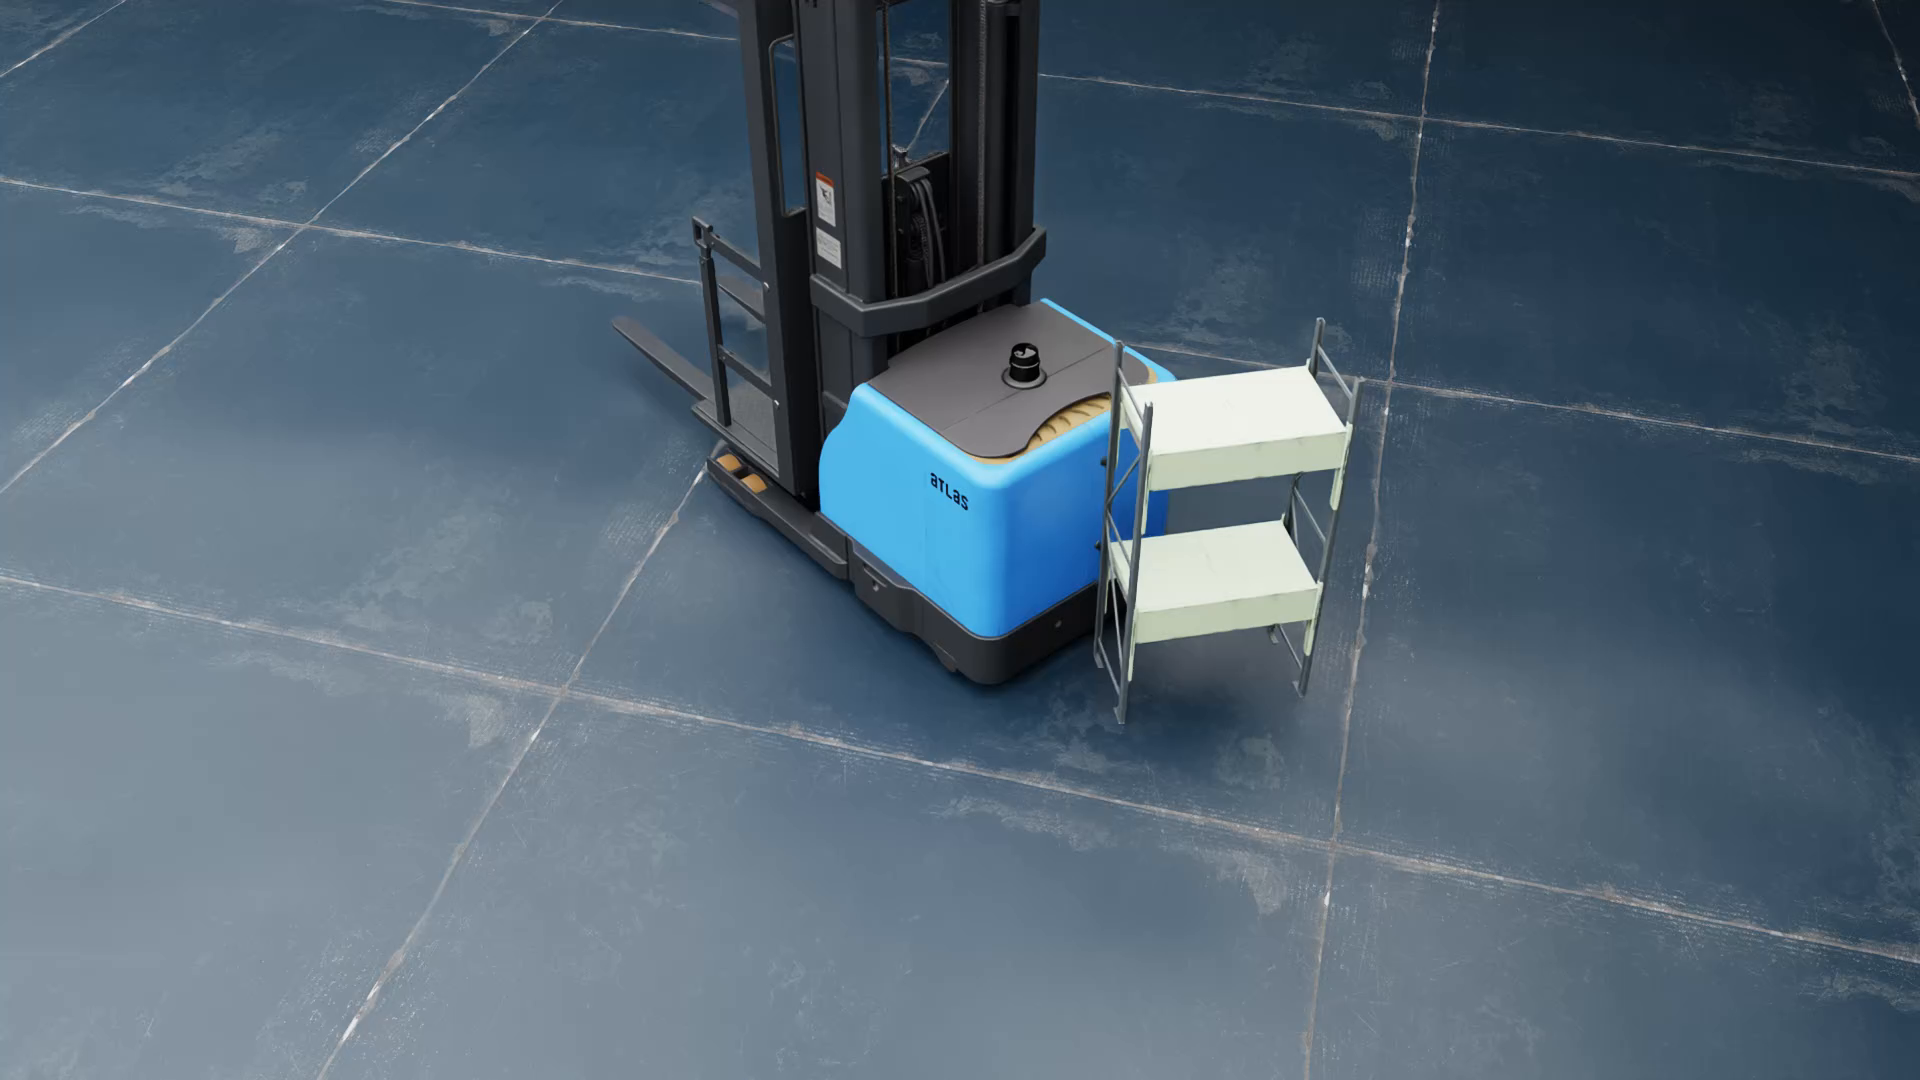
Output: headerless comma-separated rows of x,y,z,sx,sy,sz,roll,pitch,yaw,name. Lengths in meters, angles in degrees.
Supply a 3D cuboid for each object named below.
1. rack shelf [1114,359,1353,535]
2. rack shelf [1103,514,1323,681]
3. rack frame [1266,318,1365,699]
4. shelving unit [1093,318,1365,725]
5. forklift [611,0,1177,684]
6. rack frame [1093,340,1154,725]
0.944,-0.333,5.874,0.720,0.370,0.431,-7,41,-9,rack shelf
0.944,0.215,6.335,0.720,0.370,0.431,-7,41,-9,rack shelf
1.303,-0.080,6.179,0.023,1.500,0.400,-7,41,-9,rack frame
0.944,-0.034,6.125,0.755,1.500,0.431,-7,41,-9,shelving unit
-0.484,-1.436,6.680,1.130,2.935,3.031,-29,48,-30,forklift
0.585,0.011,6.070,0.023,1.500,0.400,-7,41,-9,rack frame
